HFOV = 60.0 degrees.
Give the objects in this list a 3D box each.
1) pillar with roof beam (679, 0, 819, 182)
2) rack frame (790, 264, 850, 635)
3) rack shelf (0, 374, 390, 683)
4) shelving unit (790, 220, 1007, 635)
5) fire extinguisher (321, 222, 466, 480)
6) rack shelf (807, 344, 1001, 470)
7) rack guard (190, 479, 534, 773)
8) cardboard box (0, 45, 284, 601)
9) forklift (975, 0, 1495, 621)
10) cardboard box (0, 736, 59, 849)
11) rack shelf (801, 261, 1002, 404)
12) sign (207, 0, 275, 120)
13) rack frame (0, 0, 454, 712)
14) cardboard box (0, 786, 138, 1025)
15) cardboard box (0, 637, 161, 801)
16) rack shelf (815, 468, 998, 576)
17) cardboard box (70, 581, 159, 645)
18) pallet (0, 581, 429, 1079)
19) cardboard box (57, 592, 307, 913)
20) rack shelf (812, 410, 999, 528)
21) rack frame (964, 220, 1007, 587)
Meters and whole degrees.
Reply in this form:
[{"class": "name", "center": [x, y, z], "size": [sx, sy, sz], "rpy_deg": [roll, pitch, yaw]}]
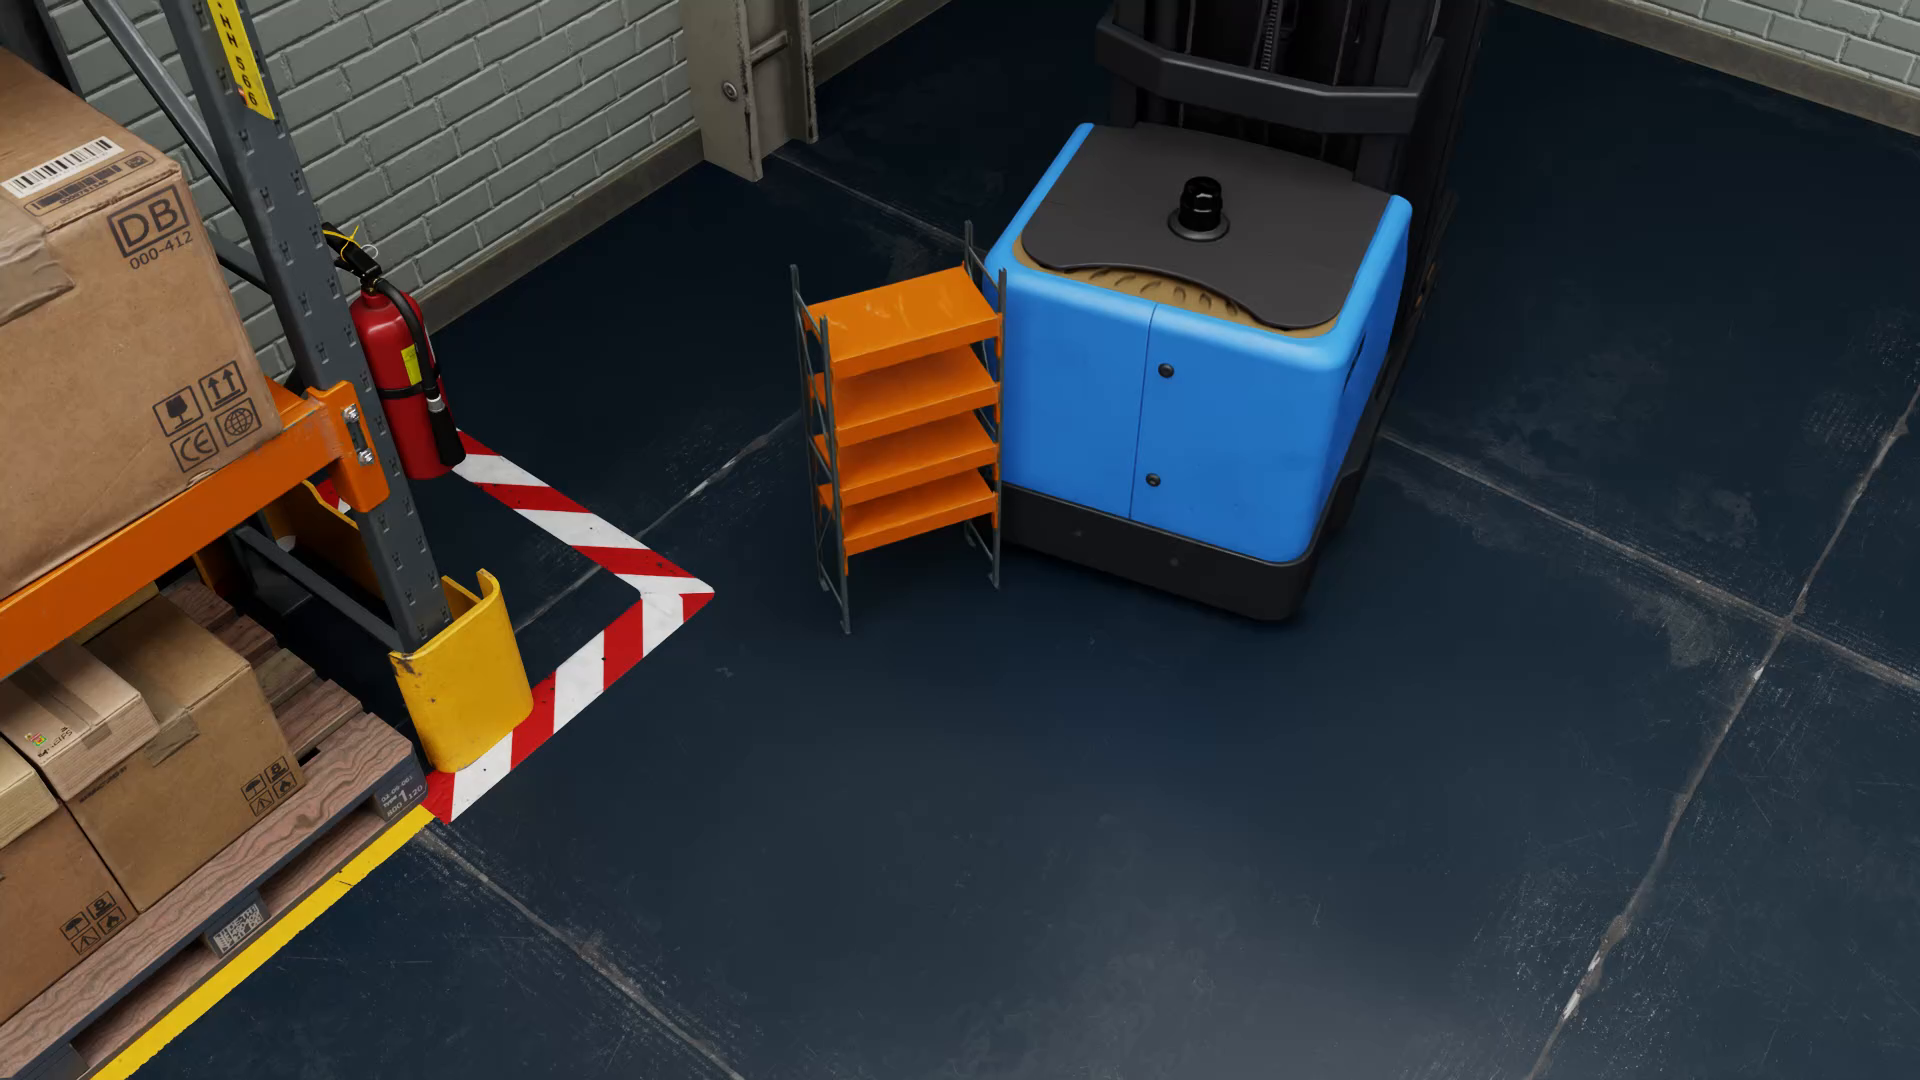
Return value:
[{"class": "pillar with roof beam", "center": [2.589, -2.807, 1.708], "size": [9.100, 9.000, 0.400], "rpy_deg": [29, 53, 25]}, {"class": "rack frame", "center": [-0.382, -0.212, 4.623], "size": [0.015, 1.200, 0.240], "rpy_deg": [-17, 49, -16]}, {"class": "rack shelf", "center": [-3.007, 0.682, 3.021], "size": [1.077, 0.370, 4.000], "rpy_deg": [29, 53, 25]}, {"class": "shelving unit", "center": [-0.158, -0.282, 4.689], "size": [0.503, 1.200, 0.258], "rpy_deg": [-17, 49, -16]}, {"class": "fire extinguisher", "center": [-1.327, -0.437, 3.905], "size": [0.296, 0.674, 0.183], "rpy_deg": [29, 53, 25]}, {"class": "rack shelf", "center": [-0.158, -0.390, 4.576], "size": [0.480, 0.148, 0.258], "rpy_deg": [-17, 49, -16]}, {"class": "rack guard", "center": [-1.769, 0.139, 4.771], "size": [1.175, 0.500, 0.348], "rpy_deg": [29, 53, 25]}, {"class": "cardboard box", "center": [-2.088, -0.518, 3.463], "size": [0.980, 0.700, 0.700], "rpy_deg": [32, 54, 27]}, {"class": "forklift", "center": [1.100, -1.853, 4.993], "size": [1.130, 2.935, 3.031], "rpy_deg": [18, 49, 16]}, {"class": "cardboard box", "center": [-2.223, 0.529, 3.660], "size": [0.380, 0.149, 0.250], "rpy_deg": [31, 54, 26]}, {"class": "rack shelf", "center": [-0.158, -0.553, 4.405], "size": [0.480, 0.148, 0.258], "rpy_deg": [-17, 49, -16]}, {"class": "sign", "center": [-1.363, -0.944, 3.113], "size": [0.100, 0.325, 0.005], "rpy_deg": [29, 53, 25]}, {"class": "rack frame", "center": [-1.784, -0.710, 3.854], "size": [1.000, 3.000, 0.127], "rpy_deg": [29, 53, 25]}, {"class": "cardboard box", "center": [-2.439, 0.739, 3.908], "size": [0.700, 0.500, 0.500], "rpy_deg": [29, 53, 25]}, {"class": "cardboard box", "center": [-2.067, 0.383, 3.800], "size": [0.380, 0.149, 0.250], "rpy_deg": [29, 53, 25]}, {"class": "rack shelf", "center": [-0.158, -0.098, 4.881], "size": [0.480, 0.148, 0.258], "rpy_deg": [-17, 49, -16]}, {"class": "cardboard box", "center": [-2.215, 0.069, 4.100], "size": [0.380, 0.149, 0.250], "rpy_deg": [30, 53, 25]}, {"class": "pallet", "center": [-2.211, 0.745, 4.393], "size": [1.003, 0.211, 1.213], "rpy_deg": [29, 53, 25]}, {"class": "cardboard box", "center": [-2.133, 0.453, 4.181], "size": [0.700, 0.500, 0.500], "rpy_deg": [29, 53, 25]}, {"class": "rack shelf", "center": [-0.158, -0.235, 4.738], "size": [0.480, 0.148, 0.258], "rpy_deg": [-17, 49, -16]}, {"class": "rack frame", "center": [0.066, -0.351, 4.756], "size": [0.015, 1.200, 0.240], "rpy_deg": [-17, 49, -16]}]
